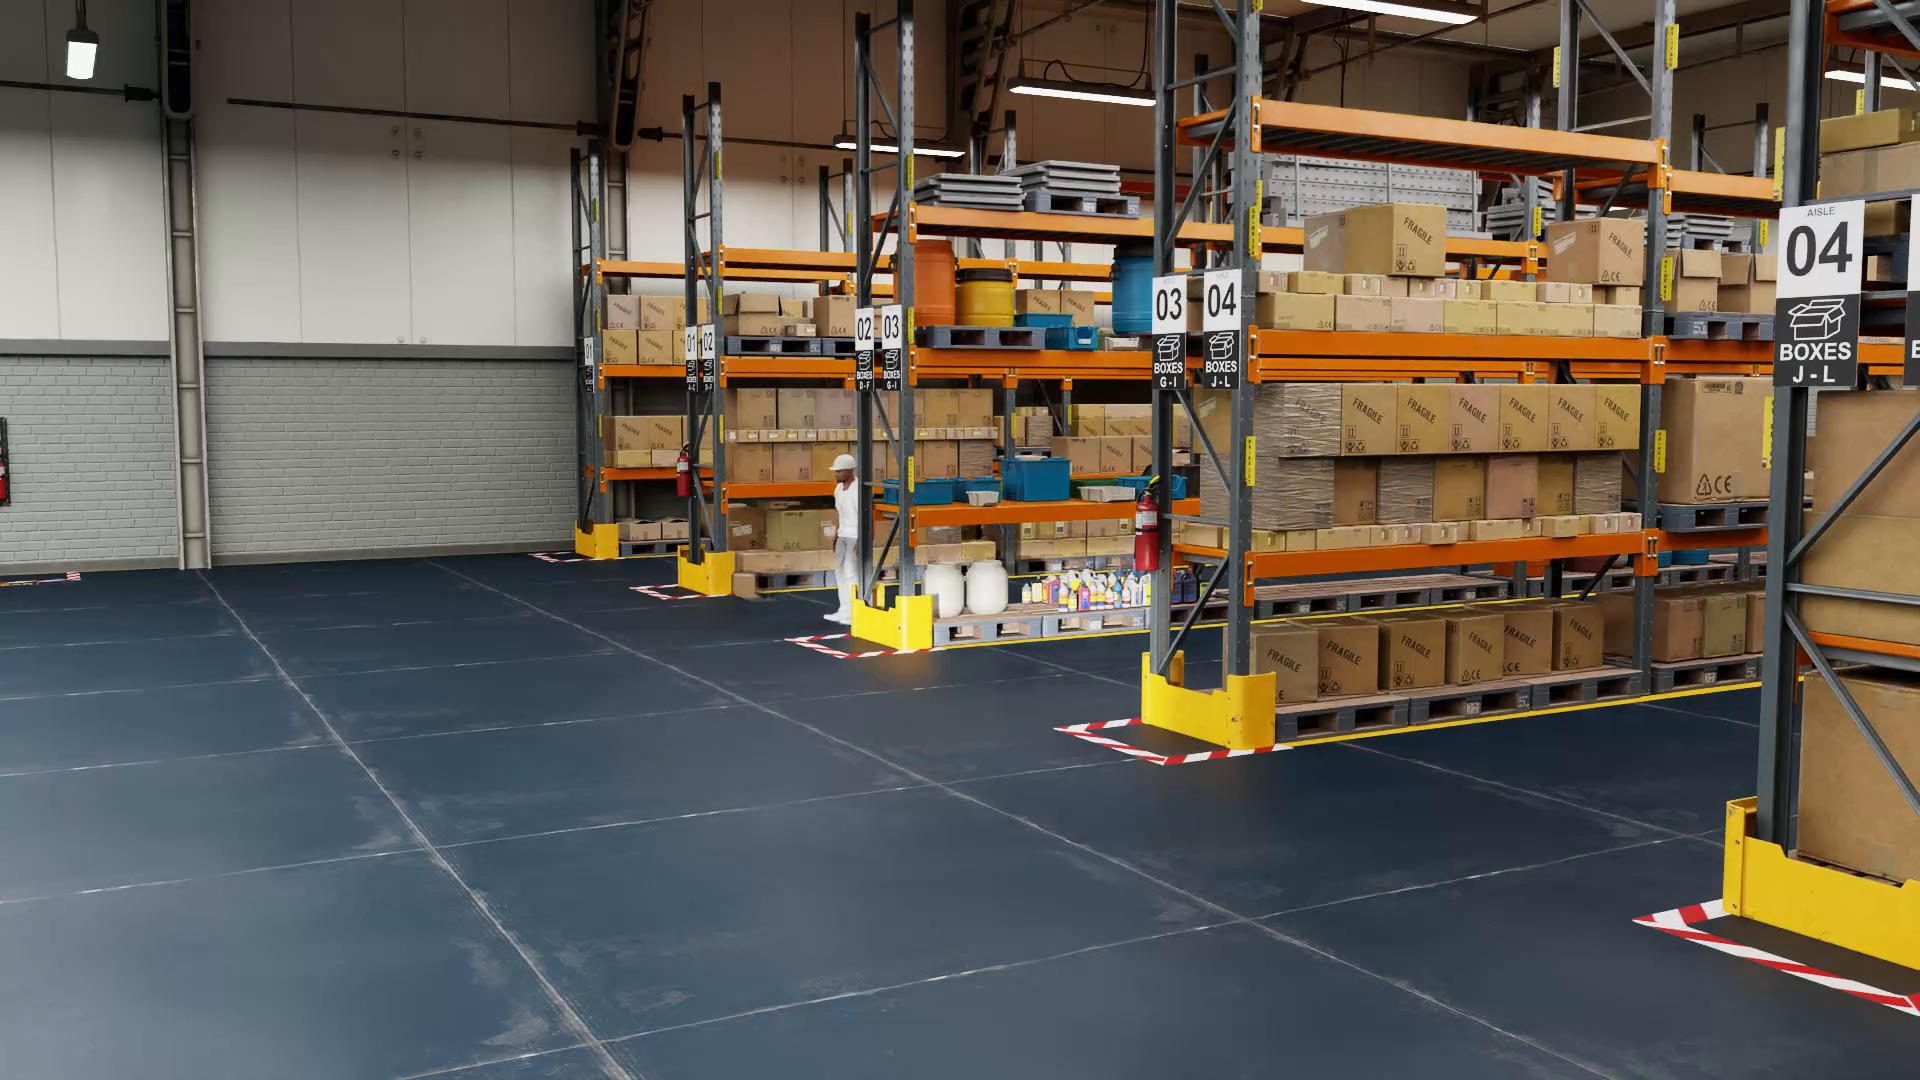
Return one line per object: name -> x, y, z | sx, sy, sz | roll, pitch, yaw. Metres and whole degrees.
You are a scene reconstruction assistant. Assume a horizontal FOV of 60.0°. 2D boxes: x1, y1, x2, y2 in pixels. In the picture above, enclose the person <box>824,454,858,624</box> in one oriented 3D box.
person -> -1.155, -0.014, 17.325 | 0.463, 1.759, 0.625 | -3, 6, -31
